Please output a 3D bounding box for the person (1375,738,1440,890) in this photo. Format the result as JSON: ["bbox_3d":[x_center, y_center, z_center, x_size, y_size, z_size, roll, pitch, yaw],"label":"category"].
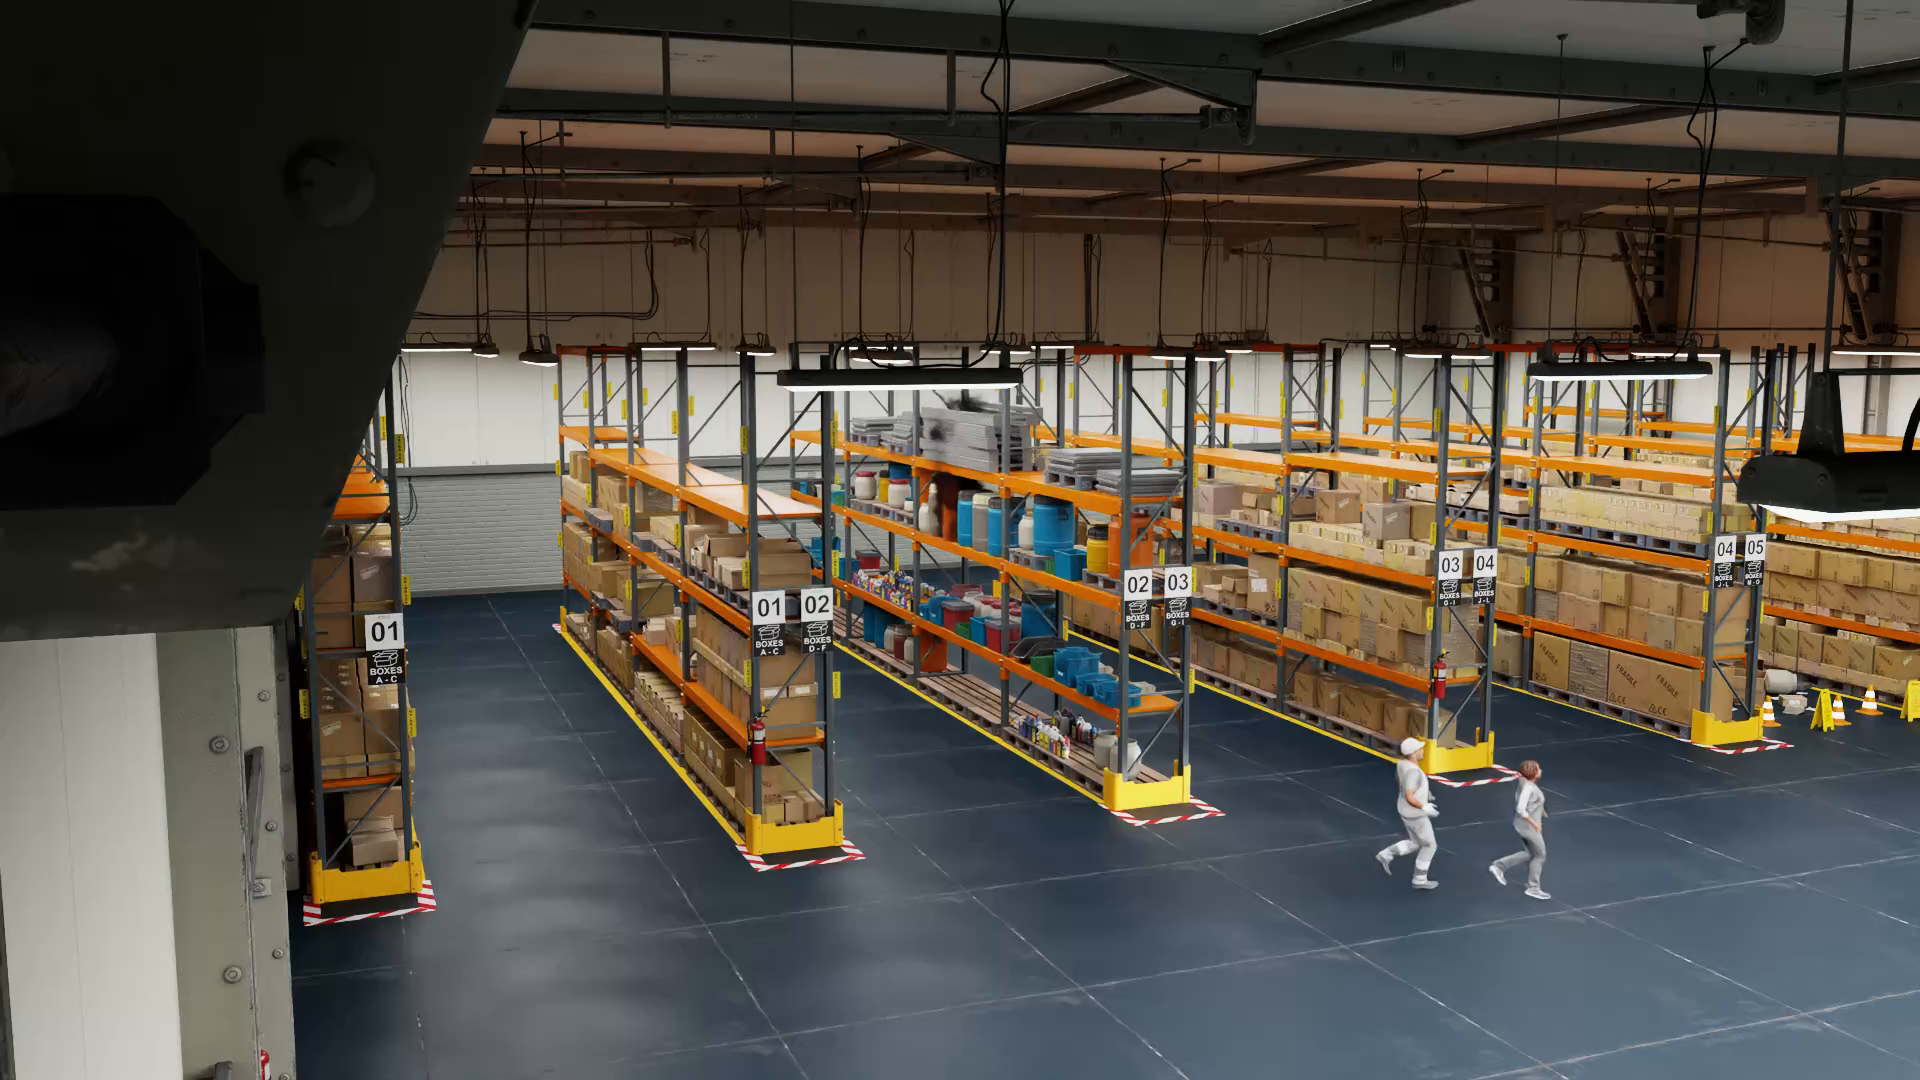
[{"bbox_3d":[5.082,3.090,18.788,0.708,1.742,0.659,0,7,1],"label":"person"}]

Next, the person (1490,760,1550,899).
[{"bbox_3d":[6.271,3.217,18.545,0.669,1.587,0.534,1,7,8],"label":"person"}]

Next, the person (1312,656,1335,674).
[{"bbox_3d":[6.764,1.581,30.566,0.688,1.841,0.873,-4,8,-27],"label":"person"}]
